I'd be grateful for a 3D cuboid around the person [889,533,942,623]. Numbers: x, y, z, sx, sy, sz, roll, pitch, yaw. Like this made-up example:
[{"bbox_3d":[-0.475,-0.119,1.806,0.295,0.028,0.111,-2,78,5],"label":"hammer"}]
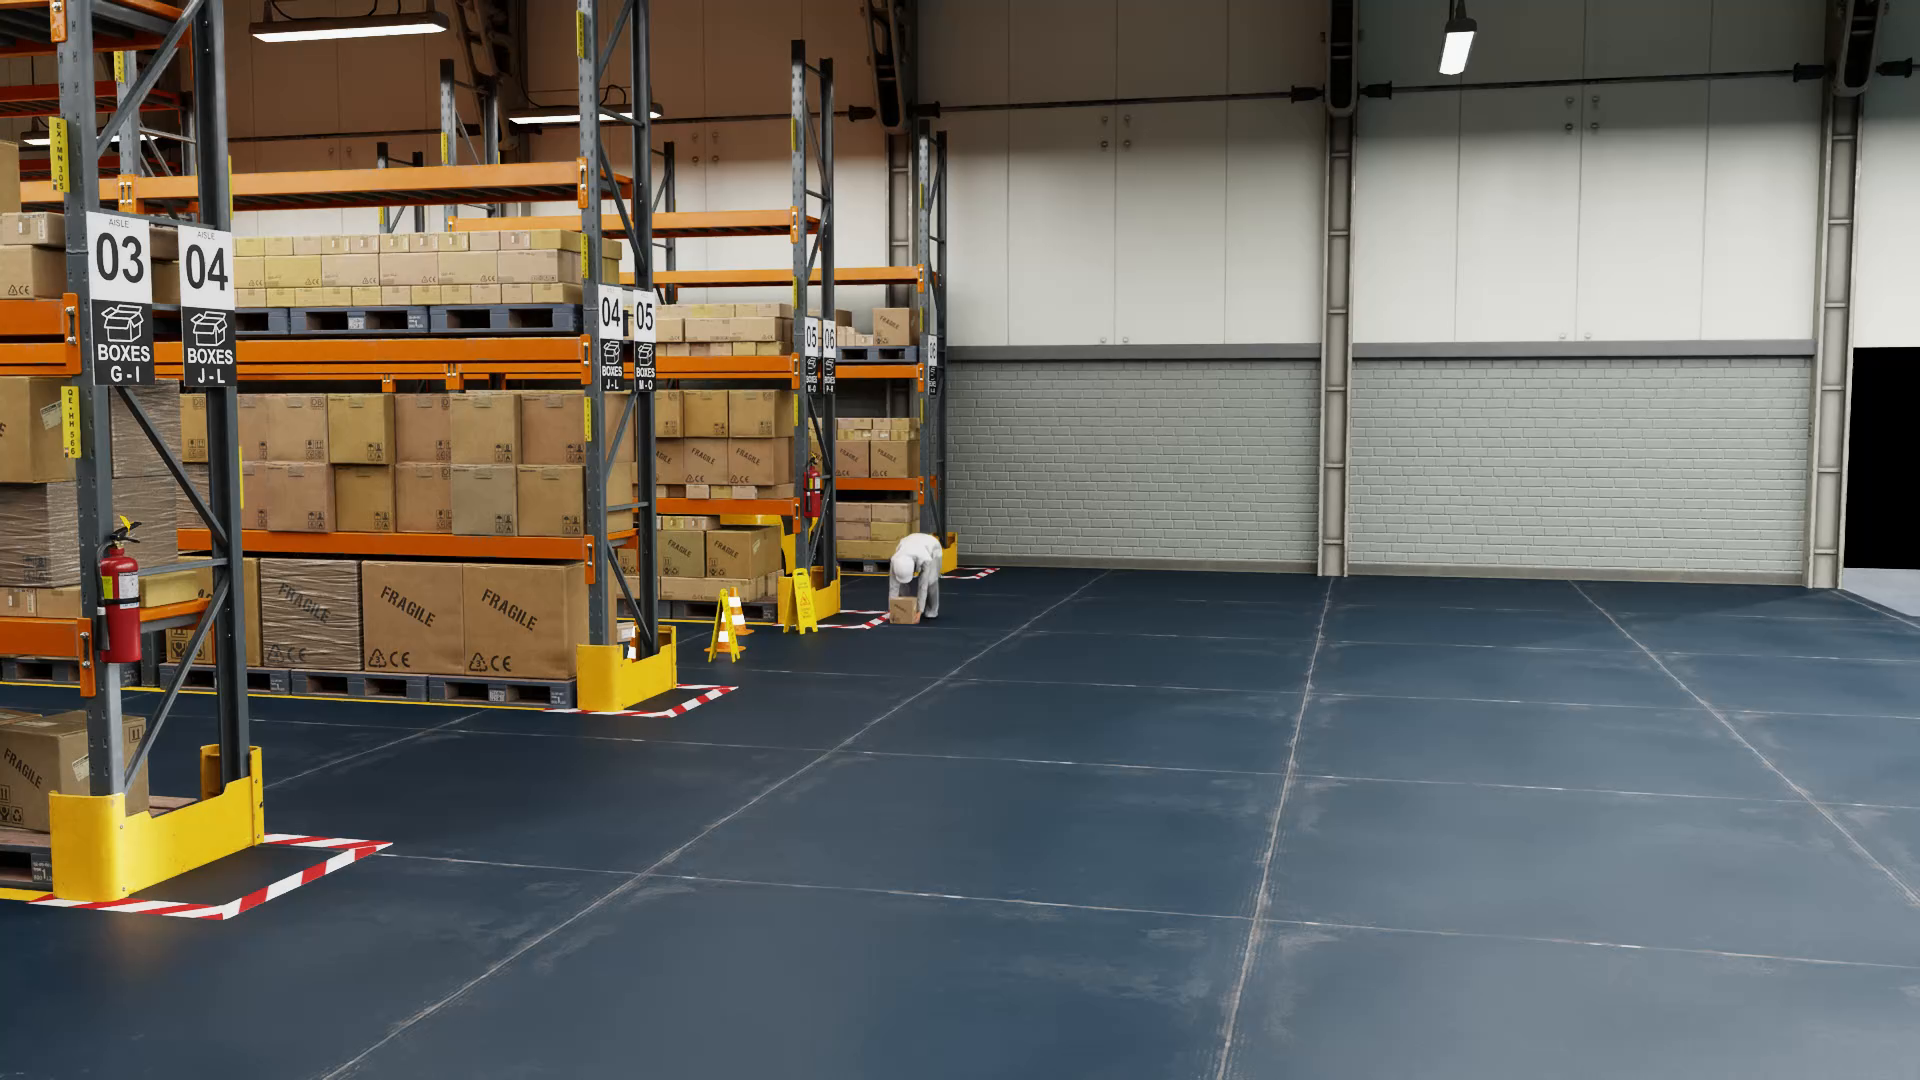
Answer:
[{"bbox_3d":[-0.486,0.400,17.805,0.511,0.915,1.000,1,5,16],"label":"person"}]
